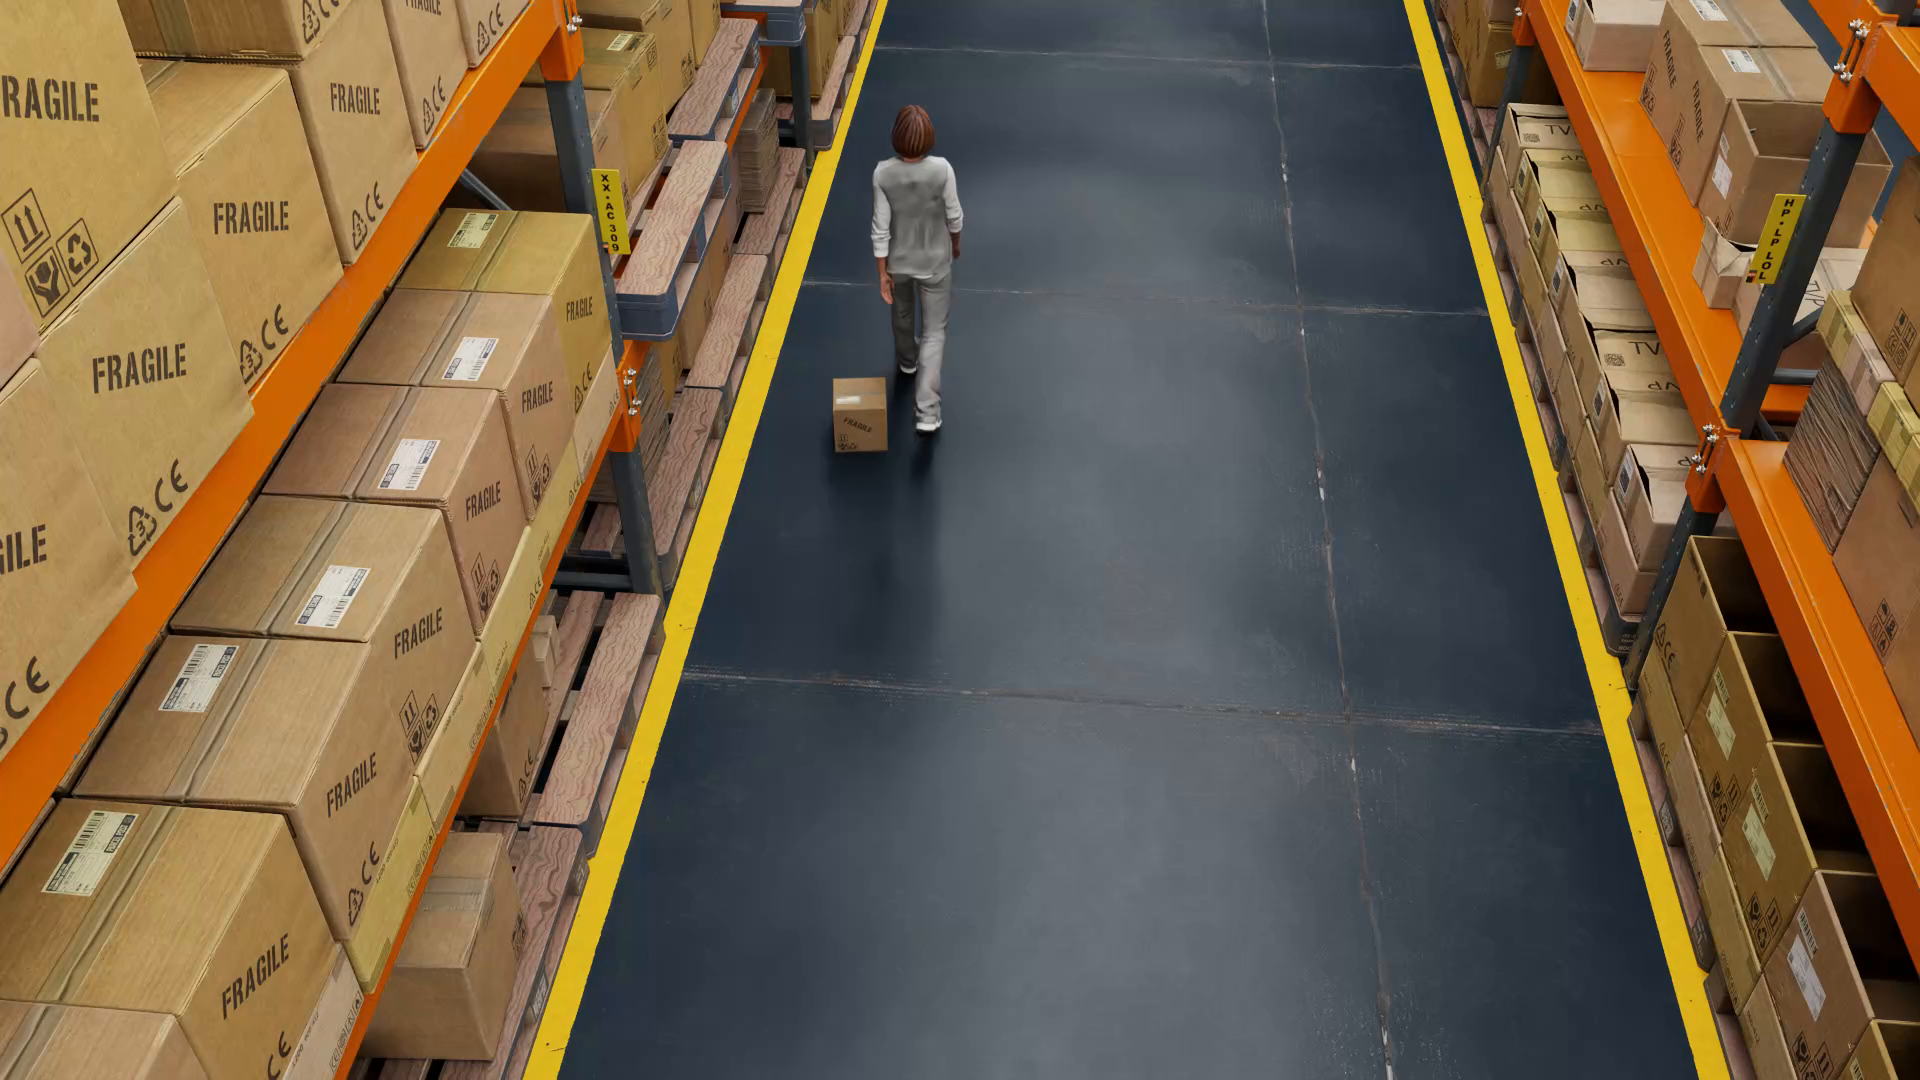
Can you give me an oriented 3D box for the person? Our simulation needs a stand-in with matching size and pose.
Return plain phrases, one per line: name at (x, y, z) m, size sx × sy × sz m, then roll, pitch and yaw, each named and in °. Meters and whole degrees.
person at (-0.192, -1.288, 7.656) m, size 0.409 × 1.545 × 0.922 m, roll 2°, pitch 41°, yaw 3°
